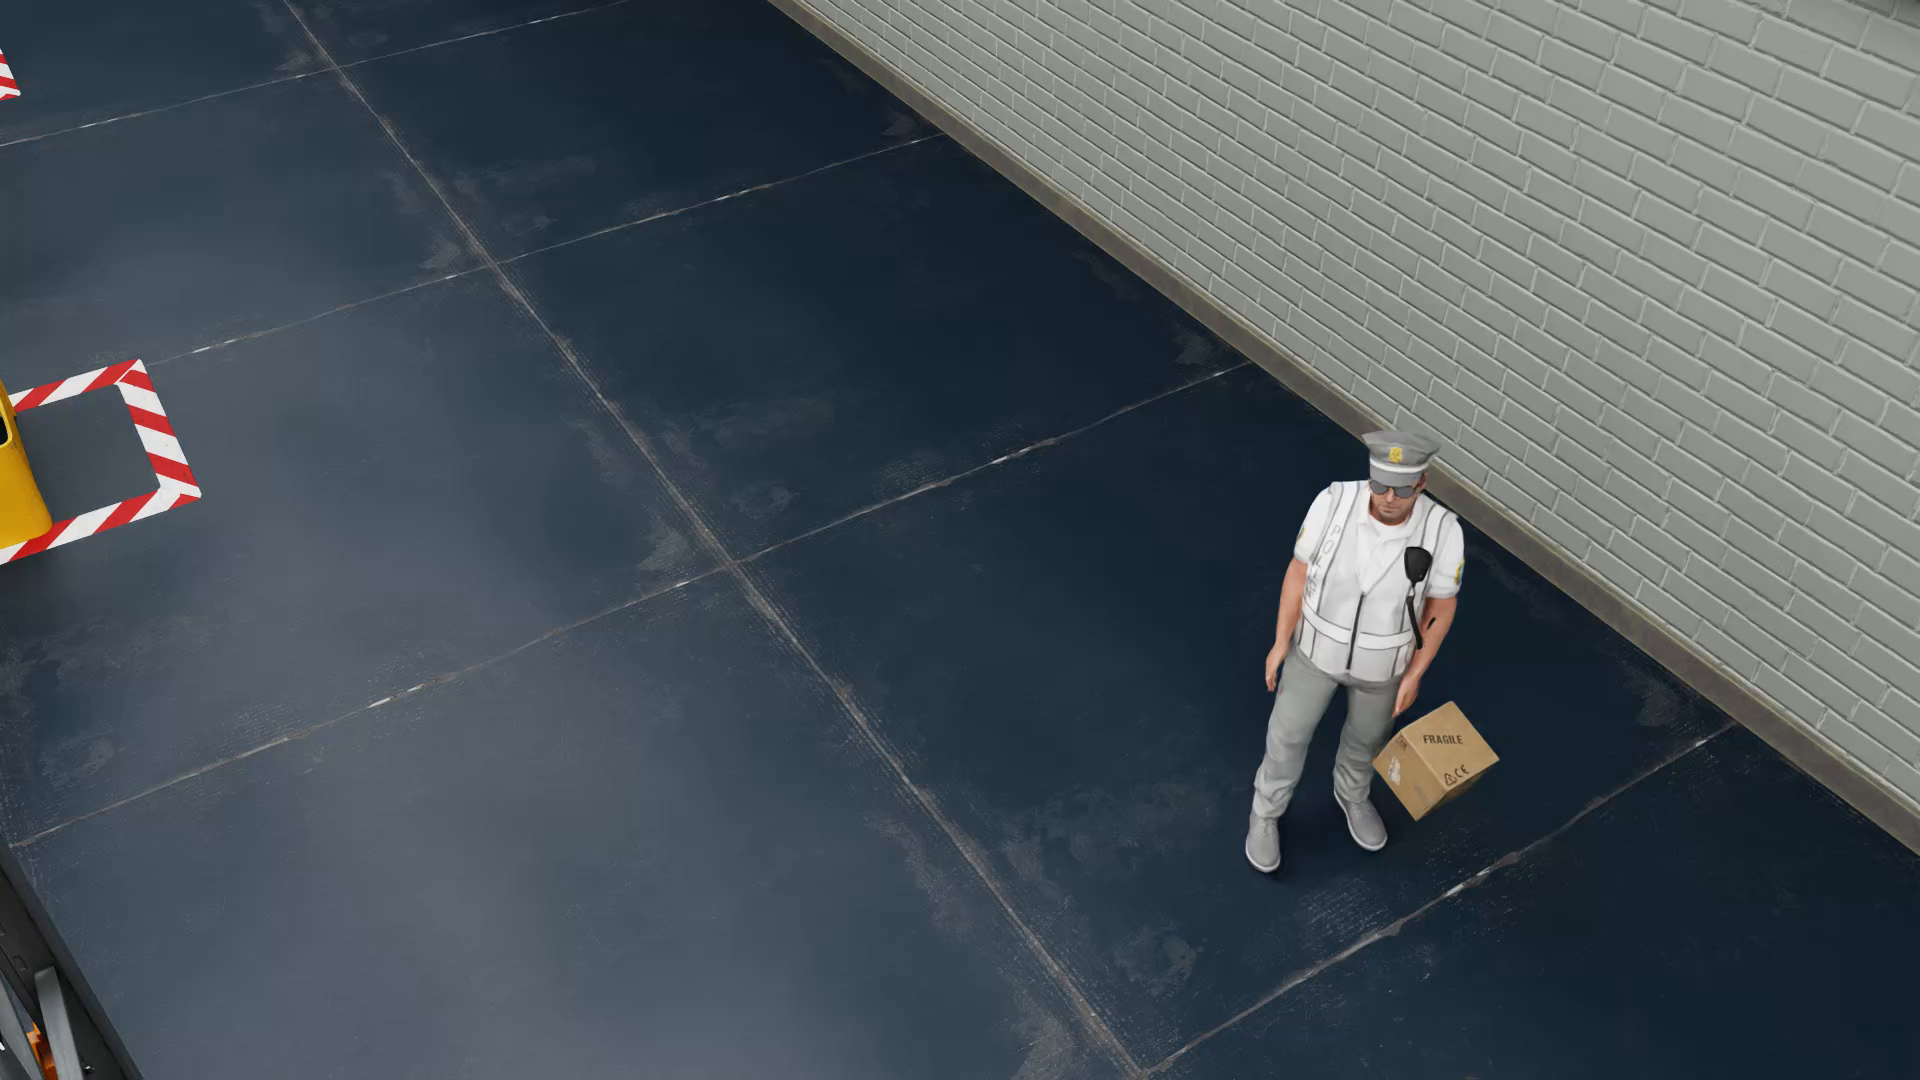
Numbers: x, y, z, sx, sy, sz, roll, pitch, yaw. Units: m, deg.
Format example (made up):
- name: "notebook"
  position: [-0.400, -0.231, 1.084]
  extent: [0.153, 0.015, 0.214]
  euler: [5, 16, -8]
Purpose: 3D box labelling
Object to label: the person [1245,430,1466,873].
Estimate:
- name: "person"
  position: [1.335, 0.407, 5.634]
  extent: [0.576, 1.778, 0.551]
  euler: [11, 42, 13]
